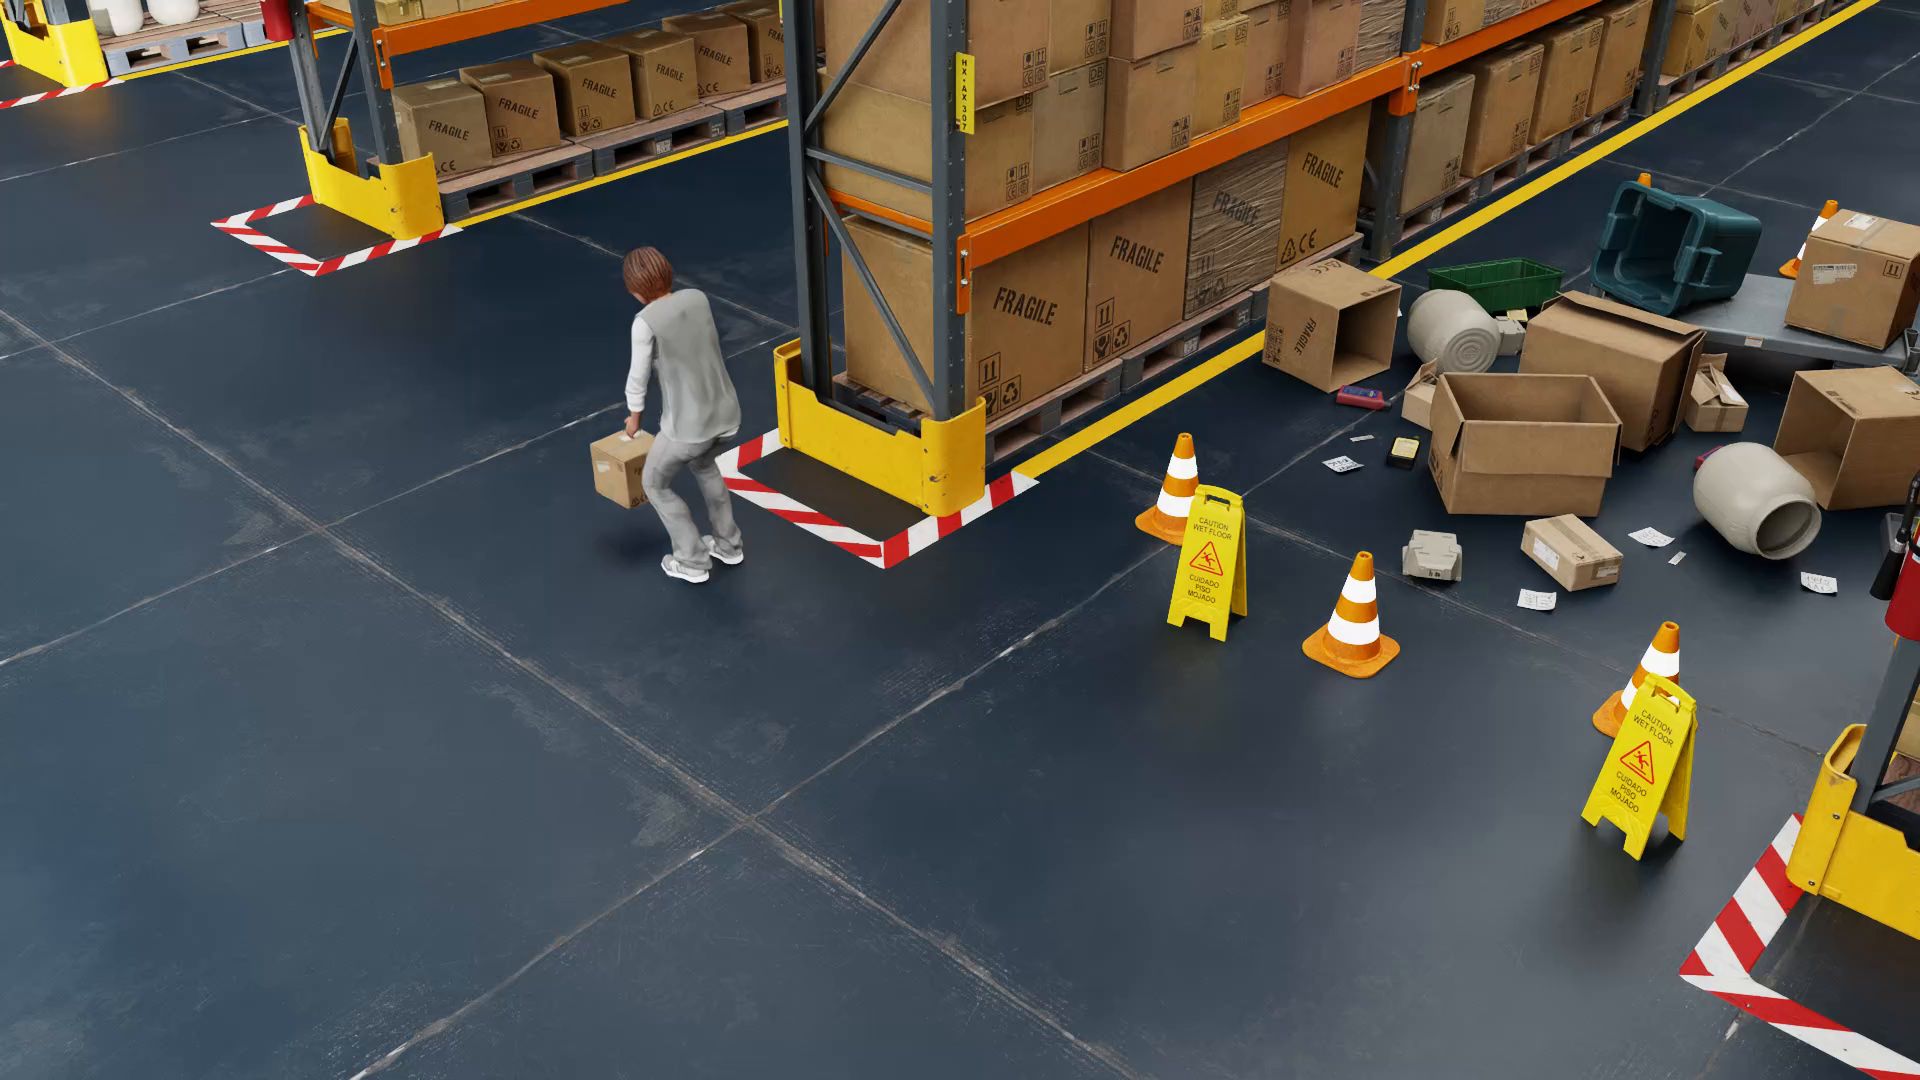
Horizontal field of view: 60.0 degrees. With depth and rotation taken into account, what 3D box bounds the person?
[{"bbox_3d":[-1.208,-0.433,7.149,0.654,1.284,0.463,26,40,35],"label":"person"}]
